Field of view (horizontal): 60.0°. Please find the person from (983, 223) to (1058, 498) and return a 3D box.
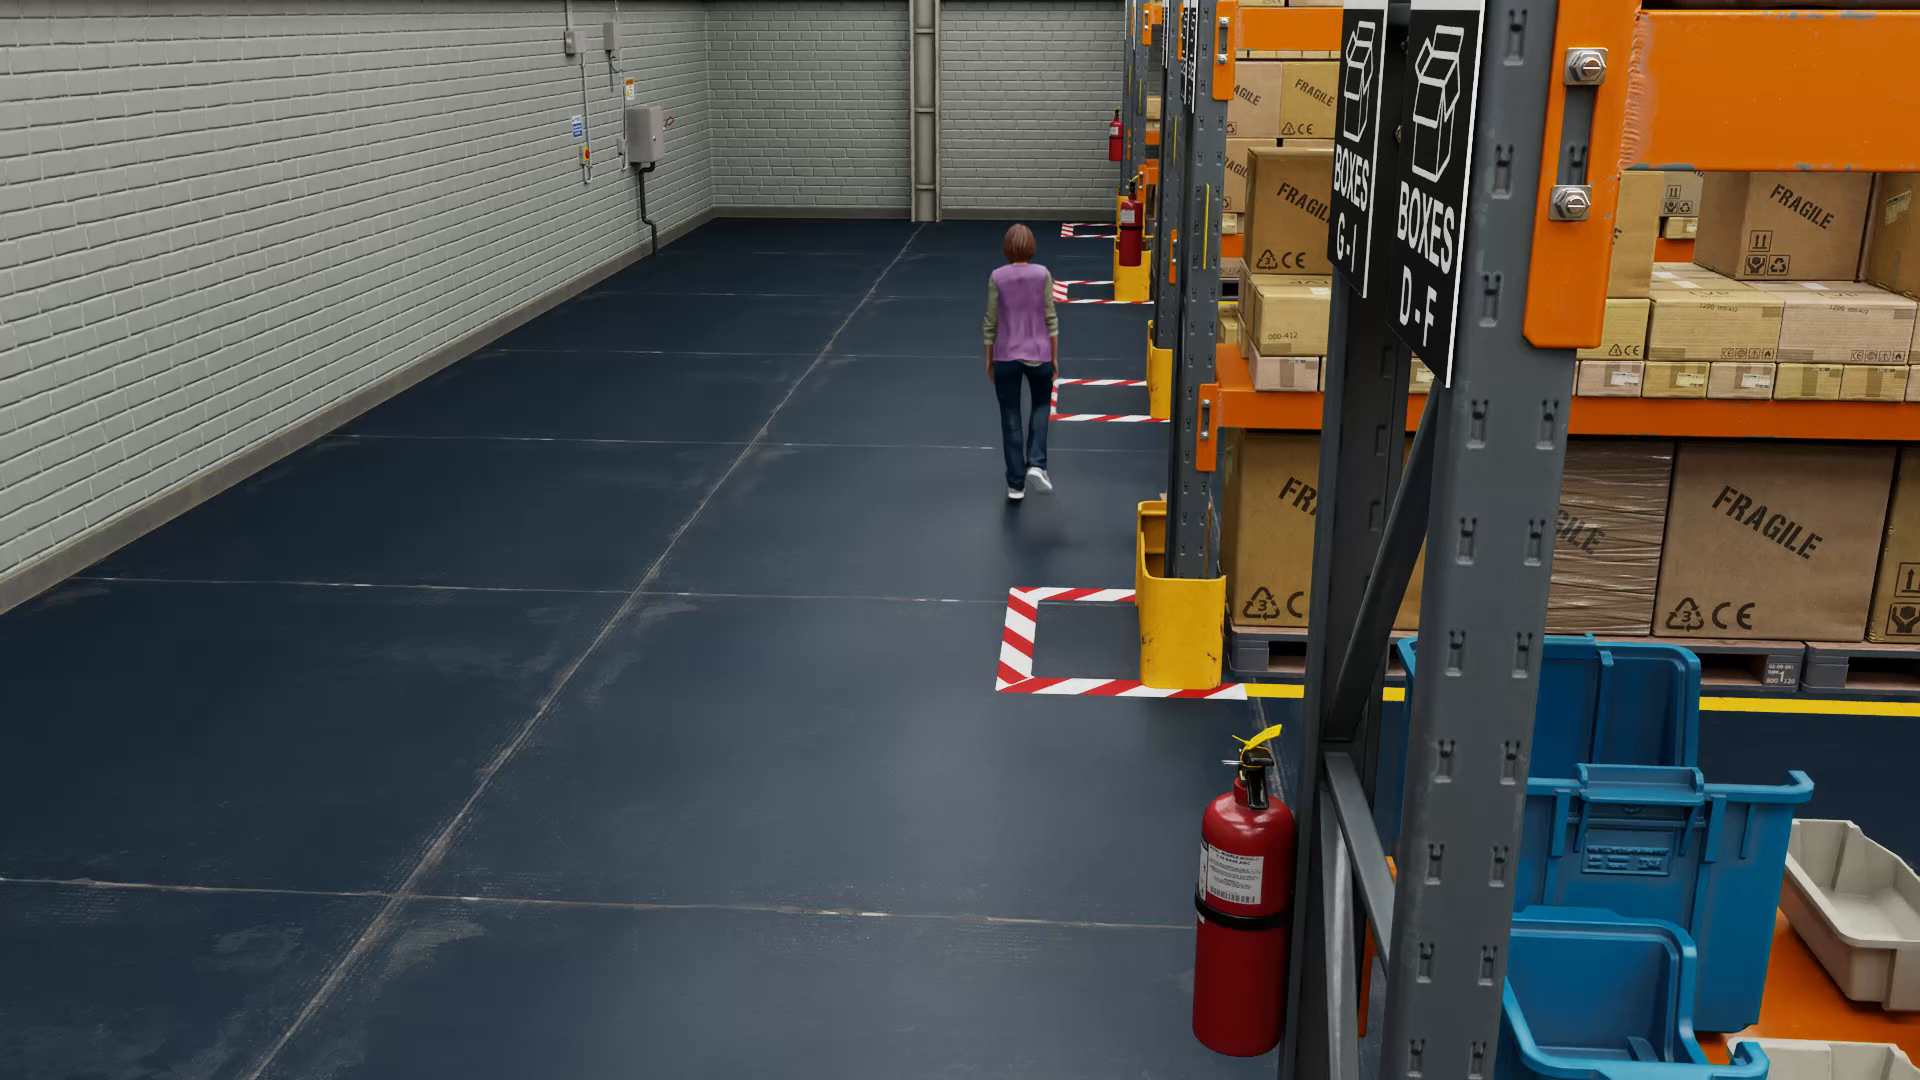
[{"bbox_3d":[0.352,-1.035,9.736,0.440,1.608,0.440,-1,18,-4],"label":"person"}]
